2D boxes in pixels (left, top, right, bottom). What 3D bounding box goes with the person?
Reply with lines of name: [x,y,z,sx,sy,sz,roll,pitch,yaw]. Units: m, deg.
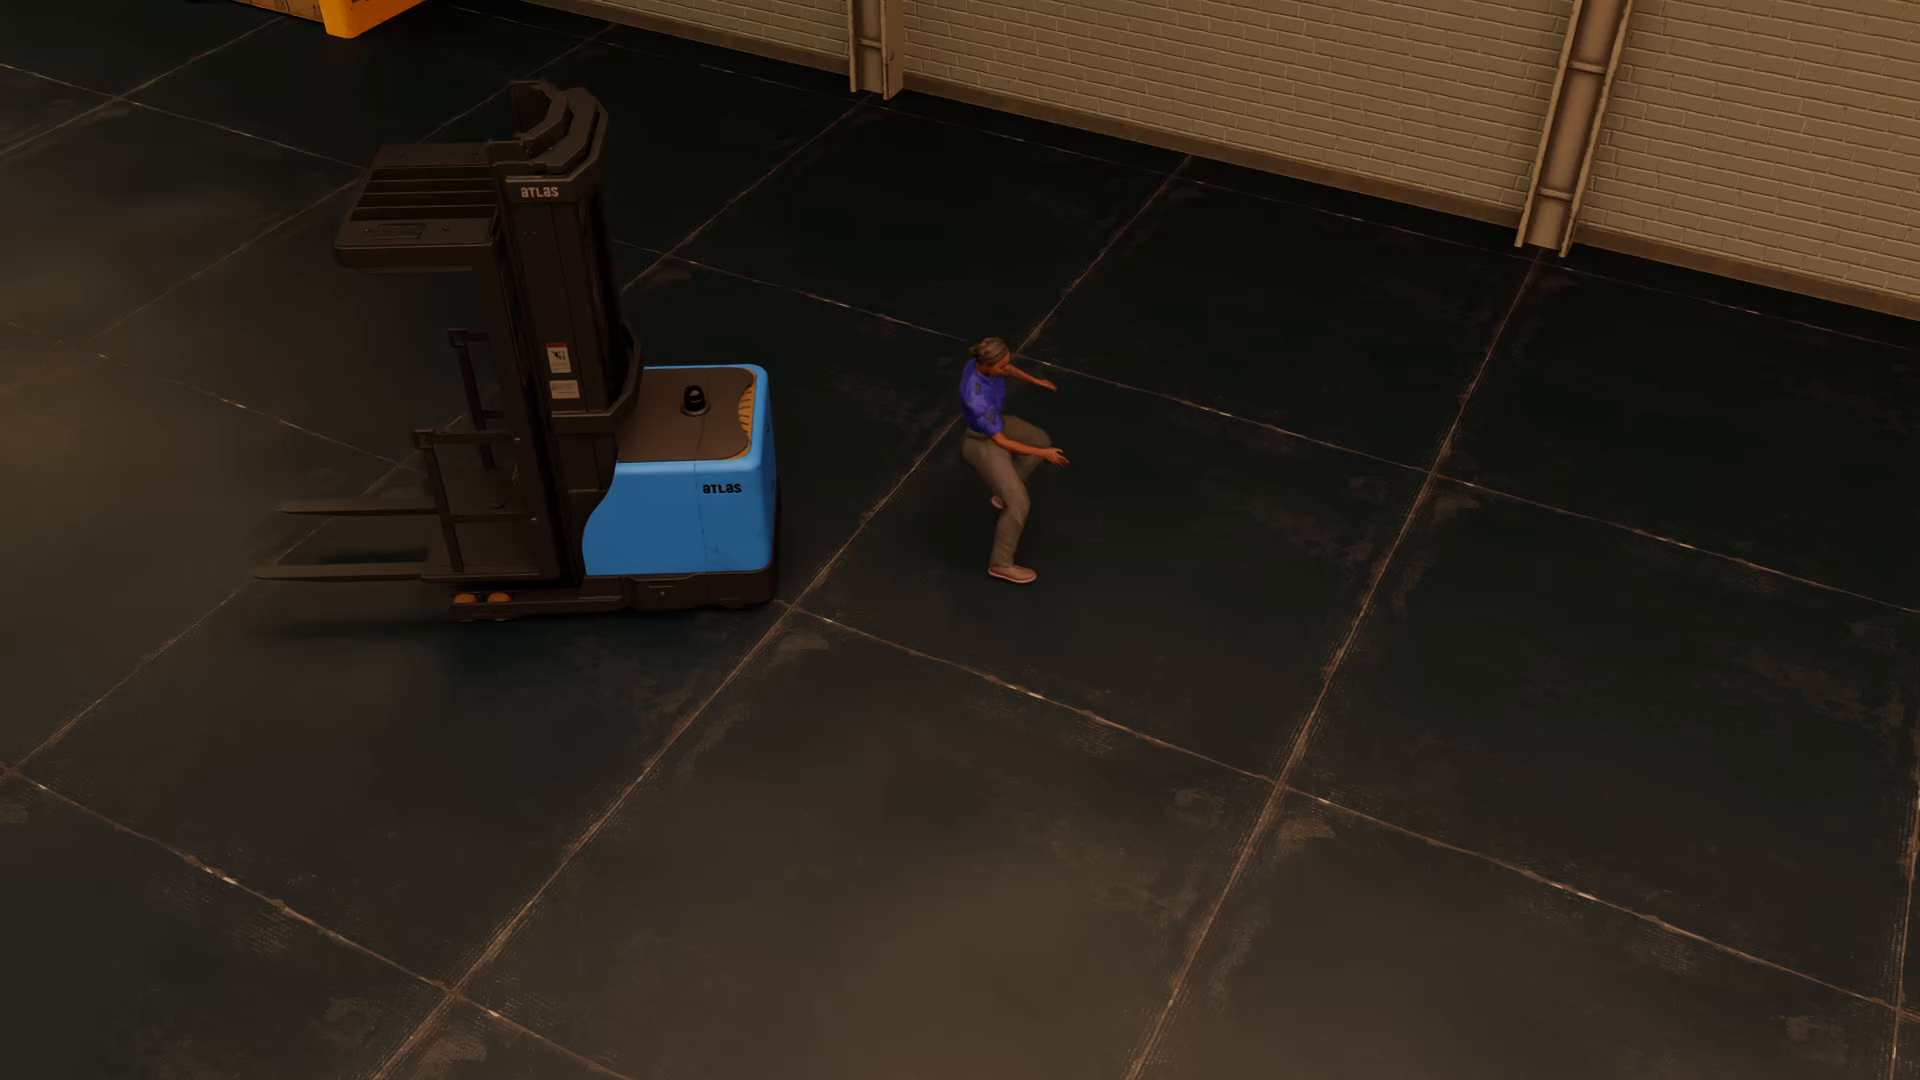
person: [0.341,-0.581,9.804,0.686,1.475,0.860,7,41,9]

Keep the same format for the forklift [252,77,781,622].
forklift: [-2.617,-0.995,9.168,3.031,2.935,1.130,-2,40,-2]
